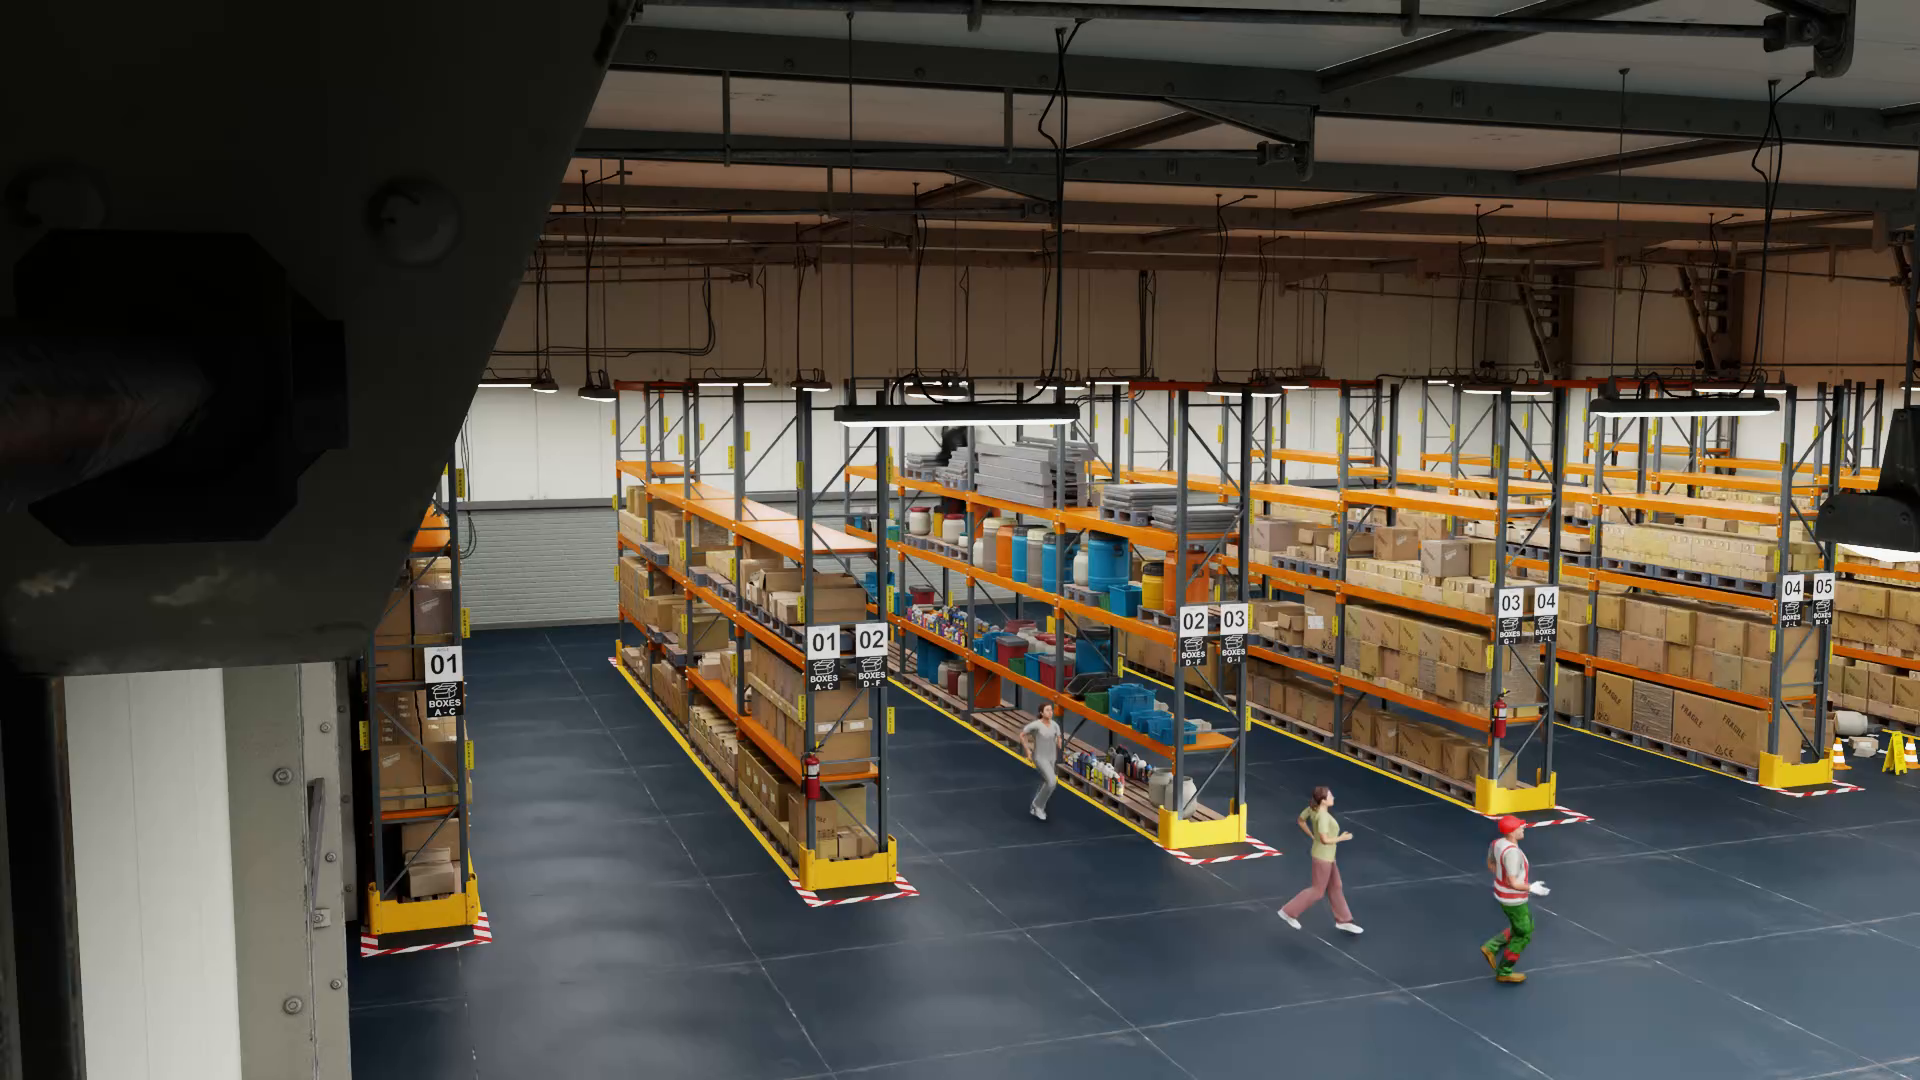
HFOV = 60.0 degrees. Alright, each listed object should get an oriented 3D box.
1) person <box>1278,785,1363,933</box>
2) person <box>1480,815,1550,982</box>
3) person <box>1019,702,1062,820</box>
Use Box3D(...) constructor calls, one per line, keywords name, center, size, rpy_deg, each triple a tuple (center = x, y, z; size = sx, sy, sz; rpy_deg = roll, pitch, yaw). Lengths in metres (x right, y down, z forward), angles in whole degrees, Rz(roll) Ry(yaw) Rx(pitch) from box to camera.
Box3D(name="person", center=(4.003, 3.535, 18.381), size=(0.951, 1.673, 0.574), rpy_deg=(0, 6, 4))
Box3D(name="person", center=(5.671, 3.665, 17.025), size=(0.605, 1.739, 0.650), rpy_deg=(0, 6, 4))
Box3D(name="person", center=(1.190, 3.059, 23.059), size=(0.552, 1.639, 0.613), rpy_deg=(-5, 8, -39))
